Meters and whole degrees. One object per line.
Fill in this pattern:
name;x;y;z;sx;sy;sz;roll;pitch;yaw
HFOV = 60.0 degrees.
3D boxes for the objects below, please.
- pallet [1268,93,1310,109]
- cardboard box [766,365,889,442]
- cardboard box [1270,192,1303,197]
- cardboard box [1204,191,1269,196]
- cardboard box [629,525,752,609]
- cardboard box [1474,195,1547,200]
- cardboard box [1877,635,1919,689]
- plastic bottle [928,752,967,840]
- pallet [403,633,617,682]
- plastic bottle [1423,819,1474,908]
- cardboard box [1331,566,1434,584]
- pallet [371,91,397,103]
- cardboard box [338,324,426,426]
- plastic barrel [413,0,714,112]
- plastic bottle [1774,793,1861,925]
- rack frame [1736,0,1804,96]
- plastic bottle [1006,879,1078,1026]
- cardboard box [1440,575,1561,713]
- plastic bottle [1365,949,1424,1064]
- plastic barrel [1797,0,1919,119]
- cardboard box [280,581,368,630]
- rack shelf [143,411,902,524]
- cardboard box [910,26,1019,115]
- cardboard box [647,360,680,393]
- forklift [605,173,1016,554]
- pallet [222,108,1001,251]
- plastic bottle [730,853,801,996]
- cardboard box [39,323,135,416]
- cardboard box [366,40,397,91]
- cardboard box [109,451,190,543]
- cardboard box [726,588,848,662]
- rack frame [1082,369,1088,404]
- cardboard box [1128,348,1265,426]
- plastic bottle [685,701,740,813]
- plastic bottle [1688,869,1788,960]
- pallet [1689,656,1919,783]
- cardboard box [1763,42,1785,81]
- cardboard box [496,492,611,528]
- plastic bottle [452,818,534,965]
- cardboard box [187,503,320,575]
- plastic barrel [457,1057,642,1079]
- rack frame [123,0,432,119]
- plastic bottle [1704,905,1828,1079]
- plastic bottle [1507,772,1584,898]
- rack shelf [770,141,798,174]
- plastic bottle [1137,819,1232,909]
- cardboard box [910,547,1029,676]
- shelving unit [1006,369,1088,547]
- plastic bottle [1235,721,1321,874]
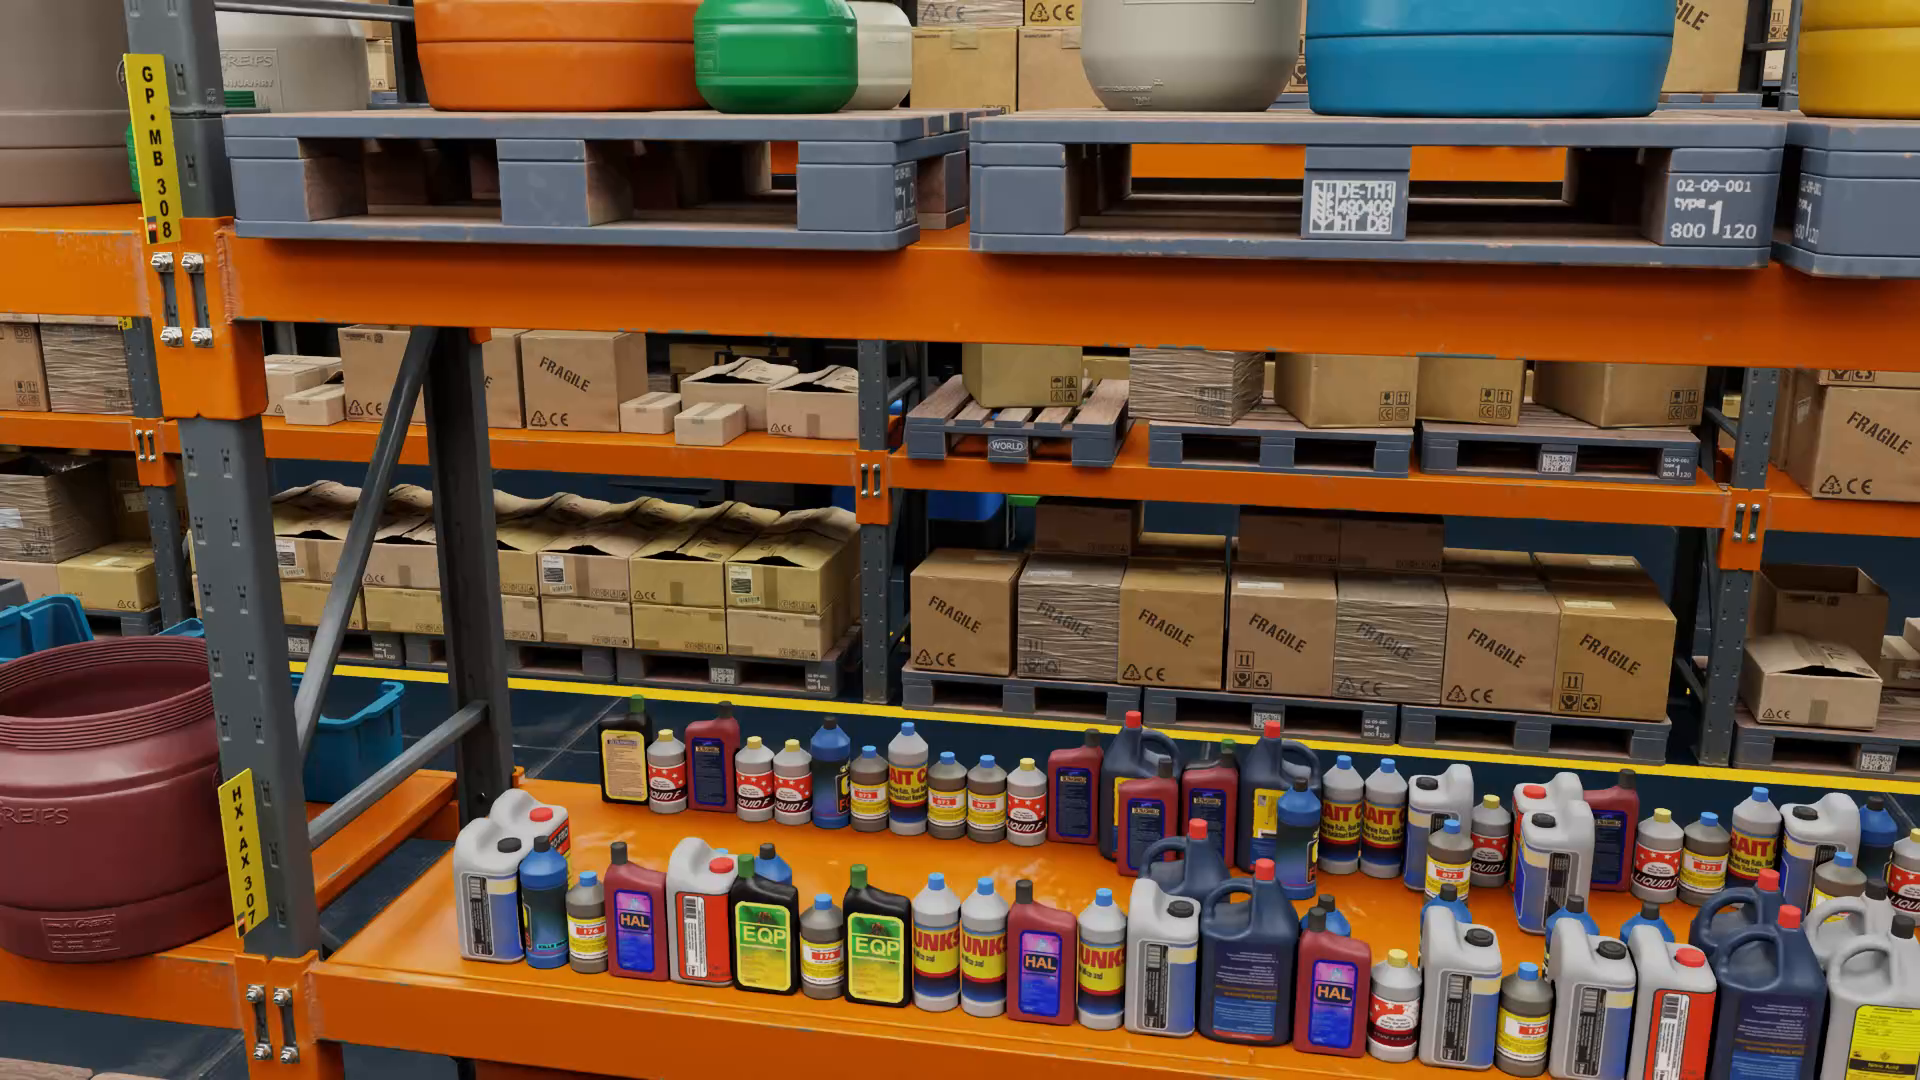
pallet;1.945;-1.986;7.777;1.003;0.211;1.213;3;16;11
cardboard box;-0.681;-0.725;8.656;0.500;0.311;0.500;4;16;15
cardboard box;2.654;-2.556;12.912;0.500;0.250;0.500;3;16;10
cardboard box;2.155;-2.582;13.009;0.500;0.250;0.500;3;16;10
cardboard box;-1.406;0.126;8.731;0.500;0.311;0.500;3;16;10
cardboard box;4.171;-2.475;12.622;0.500;0.250;0.500;4;16;13
cardboard box;4.581;0.598;8.230;0.250;0.149;0.380;3;16;11
plastic bottle;-0.030;0.614;4.030;0.097;0.201;0.097;0;15;0
pallet;-2.324;0.488;9.336;1.213;0.211;1.003;3;16;11
plastic bottle;1.077;0.715;3.664;0.097;0.201;0.097;0;15;0
cardboard box;2.148;0.325;8.558;0.500;0.500;0.500;3;16;12
pallet;-3.386;-2.259;8.769;1.217;0.209;0.805;2;16;9
cardboard box;-2.987;-0.925;9.024;0.500;0.500;0.500;4;16;15
plastic barrel;-0.768;-1.265;3.230;0.708;0.830;0.600;3;16;11
plastic bottle;1.860;0.688;3.623;0.135;0.276;0.152;3;16;11
rack frame;3.587;-3.415;6.964;0.127;3.000;1.000;3;16;11
plastic bottle;0.159;0.796;3.218;0.133;0.283;0.061;3;16;11
cardboard box;2.563;0.489;7.967;0.500;0.500;0.500;3;16;11
plastic bottle;0.815;0.866;3.118;0.097;0.201;0.097;0;15;0
plastic barrel;1.661;-0.963;2.589;0.600;0.588;0.600;0;15;0
cardboard box;-3.406;0.287;9.201;0.500;0.250;0.500;4;16;12
rack shelf;-2.293;-0.496;9.013;4.000;0.370;1.077;3;16;11
cardboard box;0.101;-2.216;8.067;0.500;0.500;0.910;3;16;11
cardboard box;-2.545;-1.218;14.129;0.500;0.500;0.700;4;16;13
forklift;-1.175;-1.451;11.238;3.031;2.935;1.130;3;16;12
pallet;-0.594;-0.729;3.241;1.213;0.211;1.003;3;16;11
plastic bottle;-0.389;0.766;3.325;0.133;0.283;0.061;3;16;11
cardboard box;-4.689;-1.020;9.367;0.500;0.500;0.700;3;16;10
cardboard box;-3.112;-2.461;8.634;0.500;0.250;0.500;2;16;6
cardboard box;-4.645;-0.295;9.897;0.500;0.500;0.500;3;16;11
cardboard box;-0.897;0.422;8.714;0.500;0.250;0.500;3;16;12
rack frame;0.820;-0.531;11.161;0.015;1.200;0.240;3;16;12
cardboard box;1.165;-0.885;8.093;0.500;0.500;0.700;6;17;22
plastic bottle;-0.616;0.537;4.152;0.133;0.283;0.061;3;16;11
plastic bottle;1.477;0.785;3.133;0.185;0.351;0.144;3;16;11
pallet;4.259;0.857;8.004;1.213;0.211;1.003;3;16;11
cardboard box;5.691;-3.307;11.501;0.500;0.250;0.500;3;16;10
cardboard box;-2.308;-0.070;9.438;0.500;0.311;0.500;3;16;10
plastic bottle;-0.964;0.726;3.484;0.135;0.276;0.152;3;16;11
cardboard box;-3.898;-0.010;9.222;0.500;0.311;0.500;3;16;11
plastic barrel;-0.841;1.424;4.011;0.708;0.830;0.600;3;16;11
rack frame;-1.324;-2.332;3.055;0.127;3.000;1.000;3;16;11
plastic bottle;1.449;0.822;2.997;0.185;0.351;0.144;3;16;11
plastic bottle;1.311;0.658;3.731;0.135;0.276;0.152;3;16;11
rack shelf;-2.293;-1.942;8.612;4.000;0.370;1.077;3;16;11
plastic bottle;0.449;0.727;3.343;0.185;0.351;0.144;3;16;11
cardboard box;0.056;0.355;8.450;0.500;0.500;0.500;4;16;13
shelving unit;0.582;-0.545;11.211;0.503;1.200;0.258;3;16;12
plastic bottle;0.737;0.590;3.837;0.185;0.351;0.144;3;16;11
